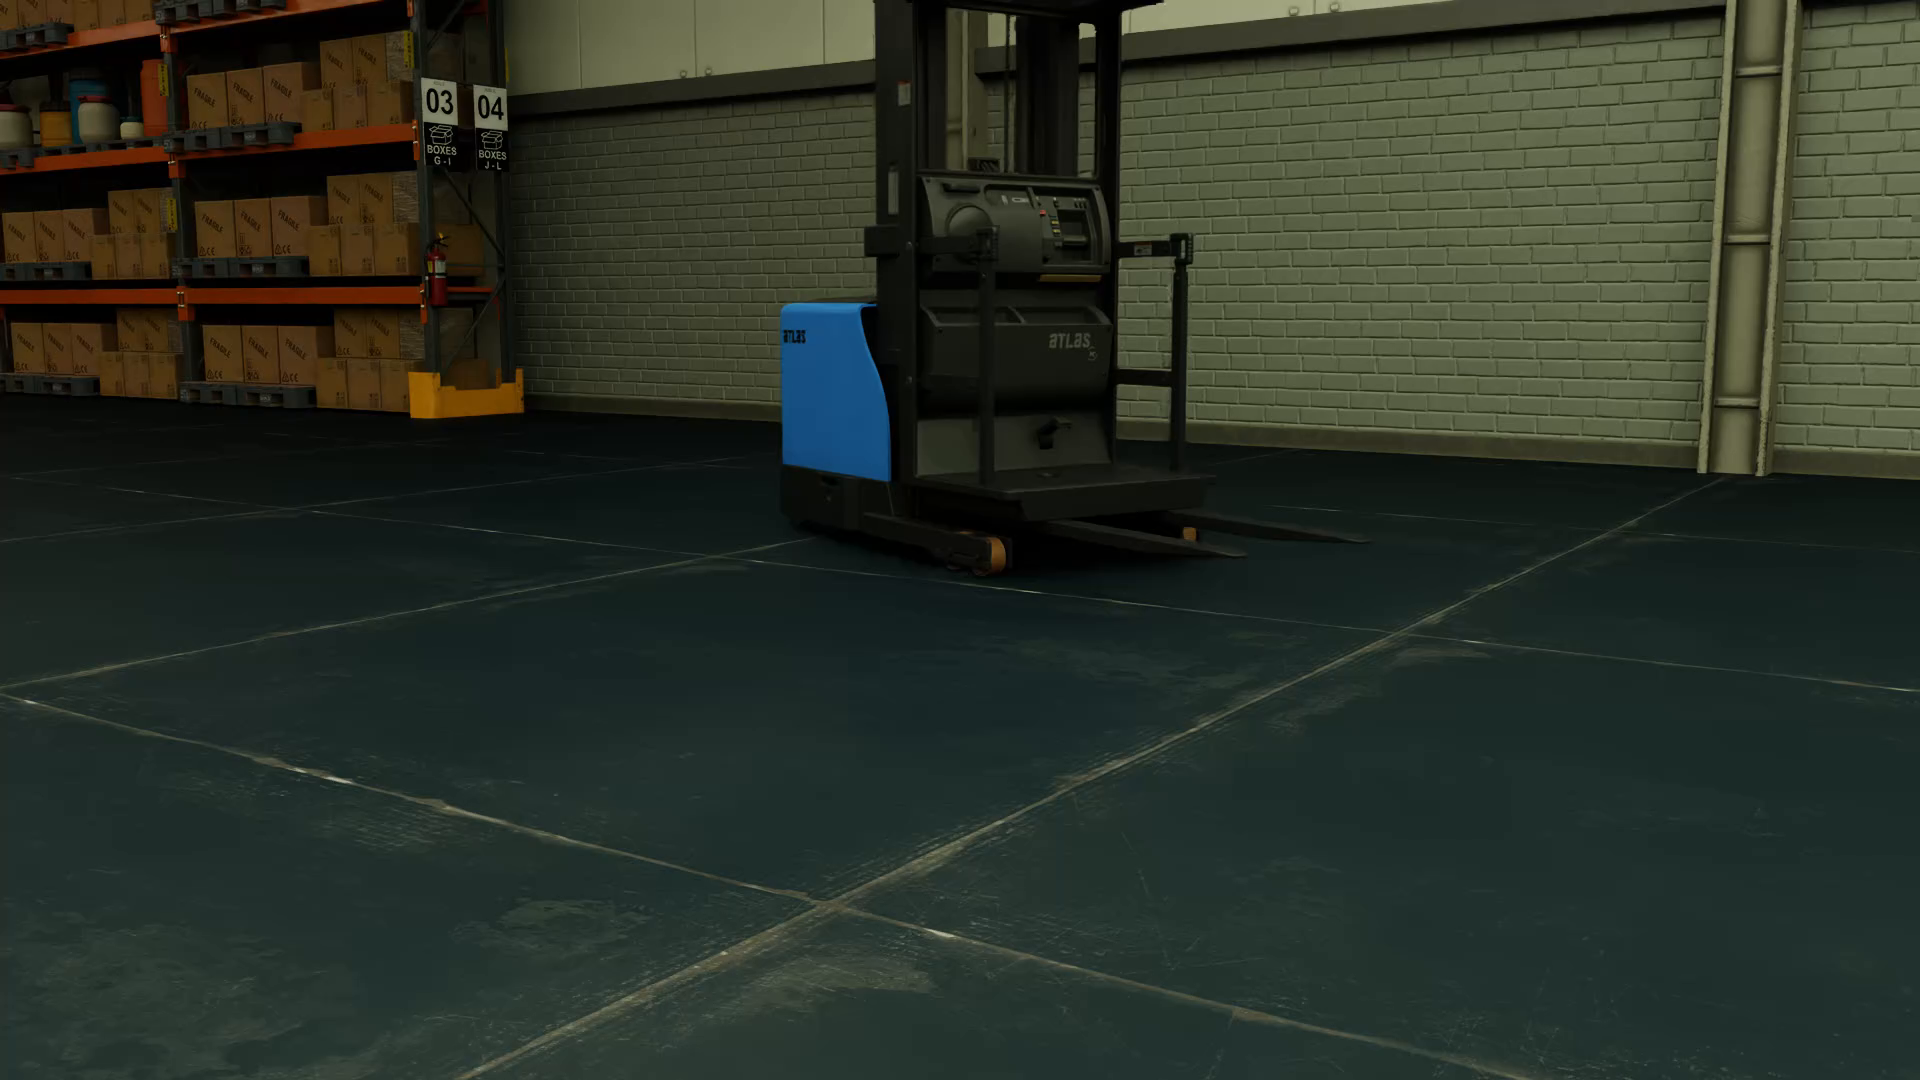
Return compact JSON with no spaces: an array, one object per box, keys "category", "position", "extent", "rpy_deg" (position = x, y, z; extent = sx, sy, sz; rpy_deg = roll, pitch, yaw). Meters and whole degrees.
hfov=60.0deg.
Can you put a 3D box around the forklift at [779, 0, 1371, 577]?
[{"category":"forklift","position":[0.367,-1.379,6.890],"extent":[1.130,2.935,3.031],"rpy_deg":[-5,10,-33]}]
